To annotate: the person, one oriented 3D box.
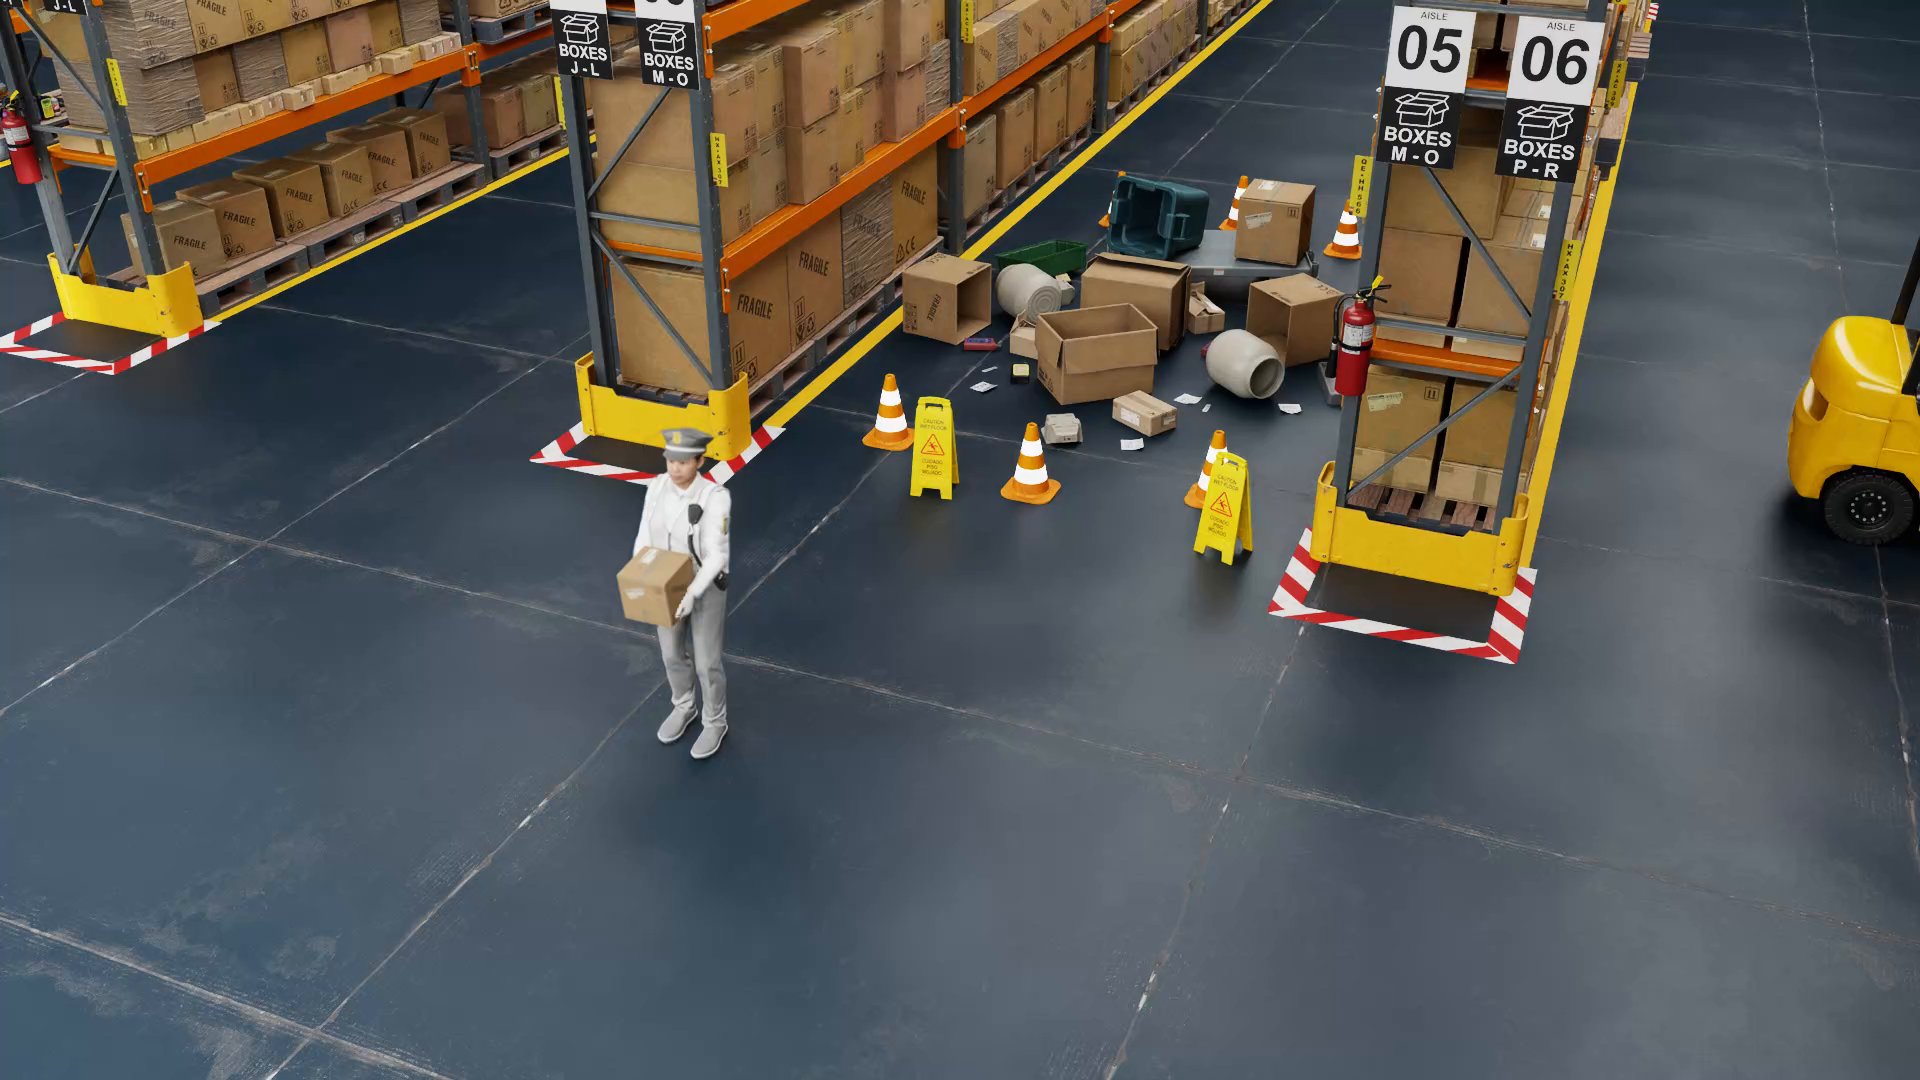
[{"bbox_3d":[-1.319,0.258,7.909,0.474,1.691,0.540,11,32,19],"label":"person"}]
